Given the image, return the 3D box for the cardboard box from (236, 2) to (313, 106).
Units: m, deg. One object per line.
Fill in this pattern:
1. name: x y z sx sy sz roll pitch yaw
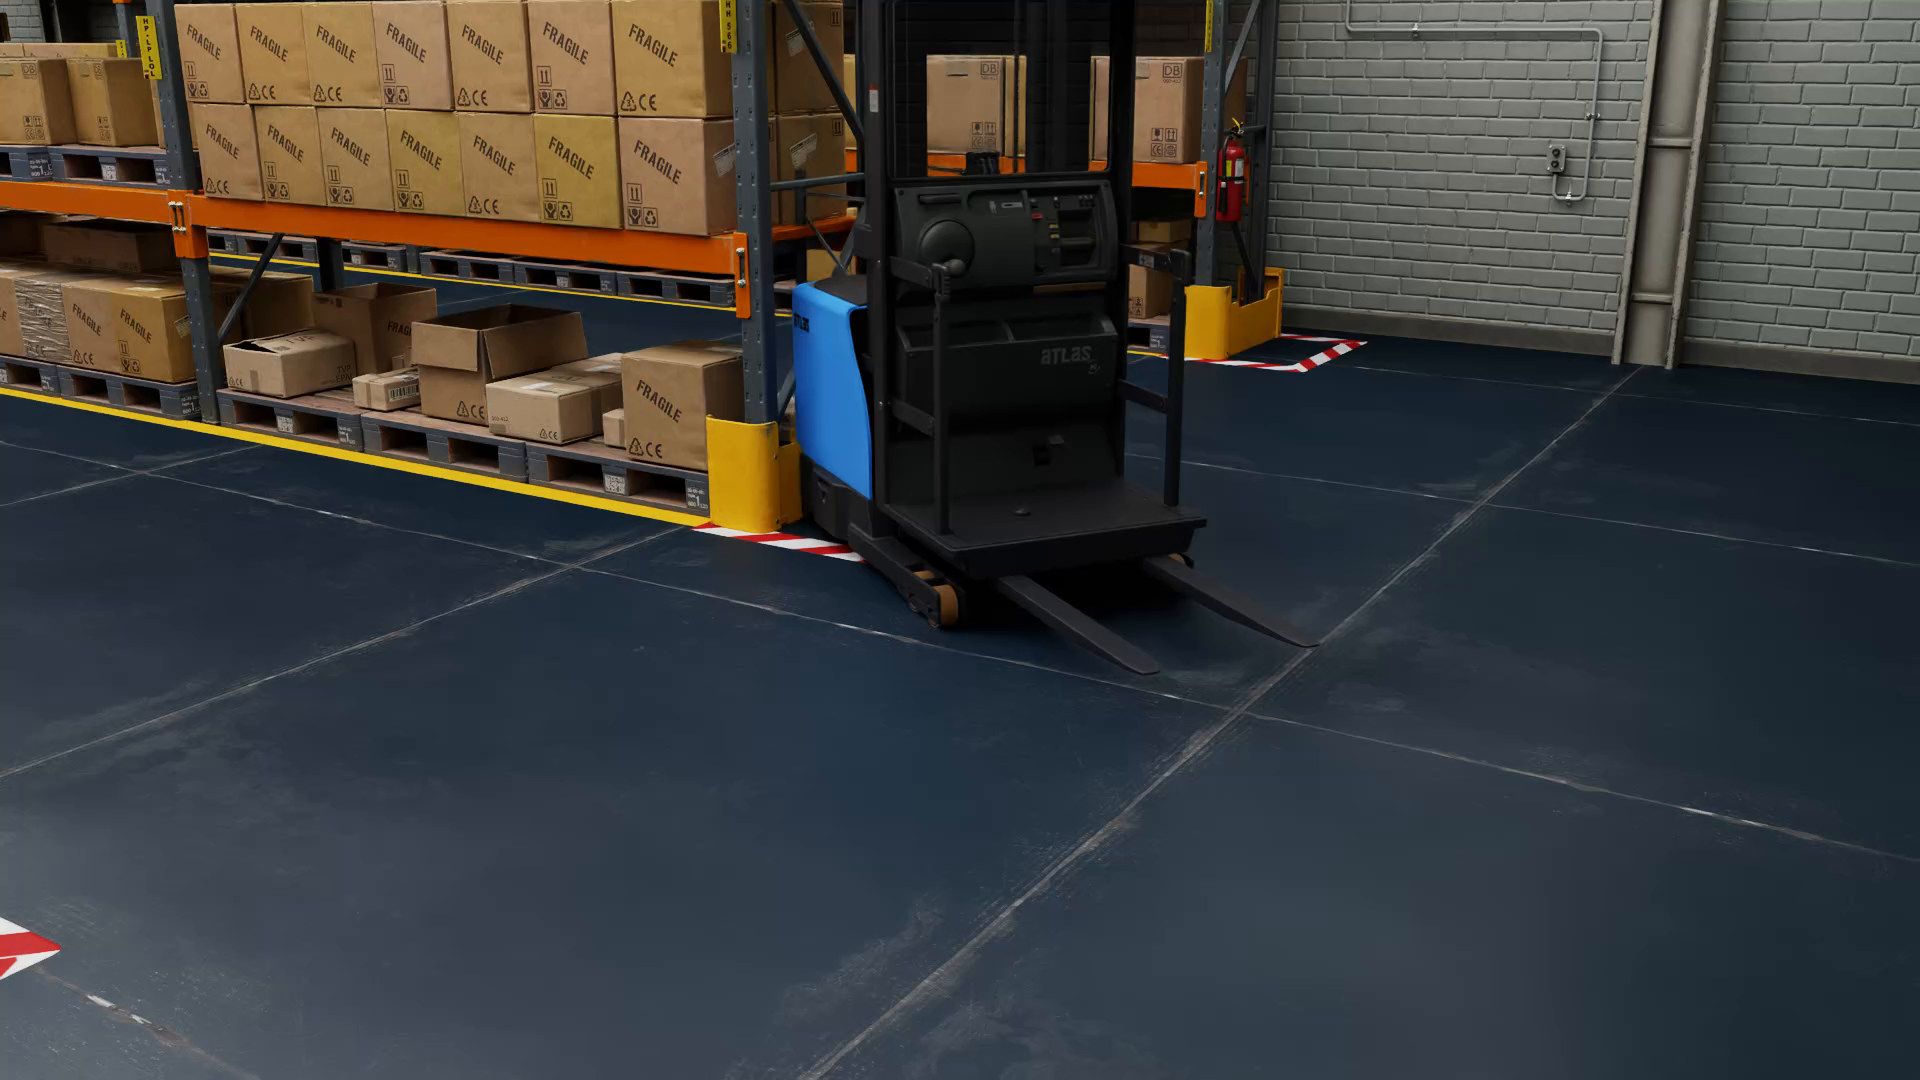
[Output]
1. cardboard box: -3.367 -2.531 8.659 0.500 0.500 0.500 9 19 28

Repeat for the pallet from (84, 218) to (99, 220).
1. pallet: -8.880 -3.427 18.301 1.213 0.211 1.003 10 20 30

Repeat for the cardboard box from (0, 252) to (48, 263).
1. cardboard box: -6.109 -1.684 11.308 0.500 0.500 0.500 9 19 28

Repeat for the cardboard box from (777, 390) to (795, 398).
1. cardboard box: -1.043 -0.657 8.502 0.250 0.166 0.380 10 20 30

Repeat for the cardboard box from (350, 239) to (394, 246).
1. cardboard box: -5.521 -3.171 16.203 0.500 0.500 0.700 10 20 31

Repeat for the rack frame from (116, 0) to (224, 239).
1. rack frame: -8.289 -4.668 17.589 0.127 3.000 1.000 10 20 30

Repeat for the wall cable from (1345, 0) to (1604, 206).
1. wall cable: 3.523 -3.369 11.562 1.851 1.984 0.084 10 20 30

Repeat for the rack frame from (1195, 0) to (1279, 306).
1. rack frame: 1.937 -2.843 11.580 0.127 3.000 1.000 10 20 30

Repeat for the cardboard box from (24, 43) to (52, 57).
1. cardboard box: -9.705 -5.114 17.989 0.500 0.500 0.500 9 19 28

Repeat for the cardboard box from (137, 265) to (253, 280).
1. cardboard box: -4.806 -1.451 10.540 0.500 0.500 0.500 10 20 31

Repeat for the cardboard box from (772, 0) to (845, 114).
1. cardboard box: -0.893 -2.275 7.816 0.500 0.500 0.500 11 20 32

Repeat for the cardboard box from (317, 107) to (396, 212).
1. cardboard box: -2.906 -1.973 8.544 0.500 0.500 0.500 10 20 30

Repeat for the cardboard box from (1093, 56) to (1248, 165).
1. cardboard box: 1.497 -3.062 11.783 0.700 0.700 0.980 11 20 33

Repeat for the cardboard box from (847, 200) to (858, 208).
1. cardboard box: -0.908 -2.699 13.567 0.250 0.149 0.380 10 20 30

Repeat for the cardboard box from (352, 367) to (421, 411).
1. cardboard box: -3.074 -0.832 9.078 0.250 0.166 0.380 10 20 30

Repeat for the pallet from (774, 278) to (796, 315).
1. pallet: -0.865 -1.982 13.543 1.213 0.211 1.003 10 20 30

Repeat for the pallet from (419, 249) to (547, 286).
1. pallet: -4.248 -2.587 15.535 1.213 0.211 1.003 10 20 30

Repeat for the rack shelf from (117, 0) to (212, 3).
1. rack shelf: -6.585 -5.455 16.256 4.000 0.370 1.077 10 20 30

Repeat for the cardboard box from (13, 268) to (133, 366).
1. cardboard box: -5.476 -1.396 10.360 0.500 0.500 0.500 10 20 31

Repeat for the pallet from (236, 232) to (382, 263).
1. pallet: -6.581 -3.031 16.995 1.213 0.211 1.003 10 20 30

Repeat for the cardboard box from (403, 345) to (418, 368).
1. cardboard box: -2.788 -1.017 9.439 0.500 0.311 0.500 10 20 30

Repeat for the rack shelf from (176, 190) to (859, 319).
1. rack shelf: -2.357 -1.576 8.645 4.000 0.370 1.077 10 20 30

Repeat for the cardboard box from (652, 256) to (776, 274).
1. cardboard box: -2.094 -2.690 14.054 0.750 0.750 0.750 10 20 31

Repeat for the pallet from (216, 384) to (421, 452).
1. pallet: -3.477 -0.785 9.602 1.213 0.211 1.003 10 20 30

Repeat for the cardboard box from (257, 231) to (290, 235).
1. cardboard box: -6.773 -3.421 17.027 0.500 0.500 0.700 10 20 31

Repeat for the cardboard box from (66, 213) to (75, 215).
1. cardboard box: -10.070 -3.953 18.778 0.500 0.500 0.700 9 19 27

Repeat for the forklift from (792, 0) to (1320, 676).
1. forklift: 0.277 -1.210 6.321 1.130 2.935 3.031 -7 18 -23

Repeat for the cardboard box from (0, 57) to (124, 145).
1. cardboard box: -5.599 -2.726 10.301 0.500 0.500 0.700 5 18 16

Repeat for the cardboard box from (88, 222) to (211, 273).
1. cardboard box: -5.198 -1.883 10.674 0.500 0.250 0.500 10 20 30

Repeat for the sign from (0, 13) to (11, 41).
1. sign: -11.390 -6.116 19.820 0.005 0.325 0.100 10 20 30

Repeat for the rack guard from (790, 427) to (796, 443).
1. rack guard: -0.552 -0.376 8.025 0.587 0.250 0.087 11 23 22

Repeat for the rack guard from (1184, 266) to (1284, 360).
1. rack guard: 1.957 -1.643 11.931 0.348 0.500 1.175 10 20 30

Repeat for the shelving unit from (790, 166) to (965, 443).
1. shelving unit: -0.326 -1.117 8.224 0.587 1.500 1.083 11 23 22

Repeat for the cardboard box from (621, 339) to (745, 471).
1. cardboard box: -1.245 -0.652 7.910 0.500 0.500 0.500 10 20 30

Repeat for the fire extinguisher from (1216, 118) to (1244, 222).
1. fire extinguisher: 1.824 -2.490 11.193 0.183 0.674 0.296 10 20 30

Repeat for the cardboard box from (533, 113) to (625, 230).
1. cardboard box: -1.621 -1.742 7.784 0.500 0.500 0.500 10 20 31

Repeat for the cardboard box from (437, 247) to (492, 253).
1. cardboard box: -4.322 -3.088 15.362 0.750 0.750 0.750 10 19 29

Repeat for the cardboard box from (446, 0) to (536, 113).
1. cardboard box: -2.051 -2.296 7.886 0.500 0.500 0.500 11 20 32

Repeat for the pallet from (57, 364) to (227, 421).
1. pallet: -4.774 -1.004 10.324 1.213 0.211 1.003 10 20 30

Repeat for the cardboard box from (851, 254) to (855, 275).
1. cardboard box: -0.462 -2.240 13.173 0.500 0.500 0.700 10 20 30

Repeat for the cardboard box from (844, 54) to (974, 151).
1. cardboard box: -0.399 -3.396 12.884 0.700 0.700 0.980 10 19 29
